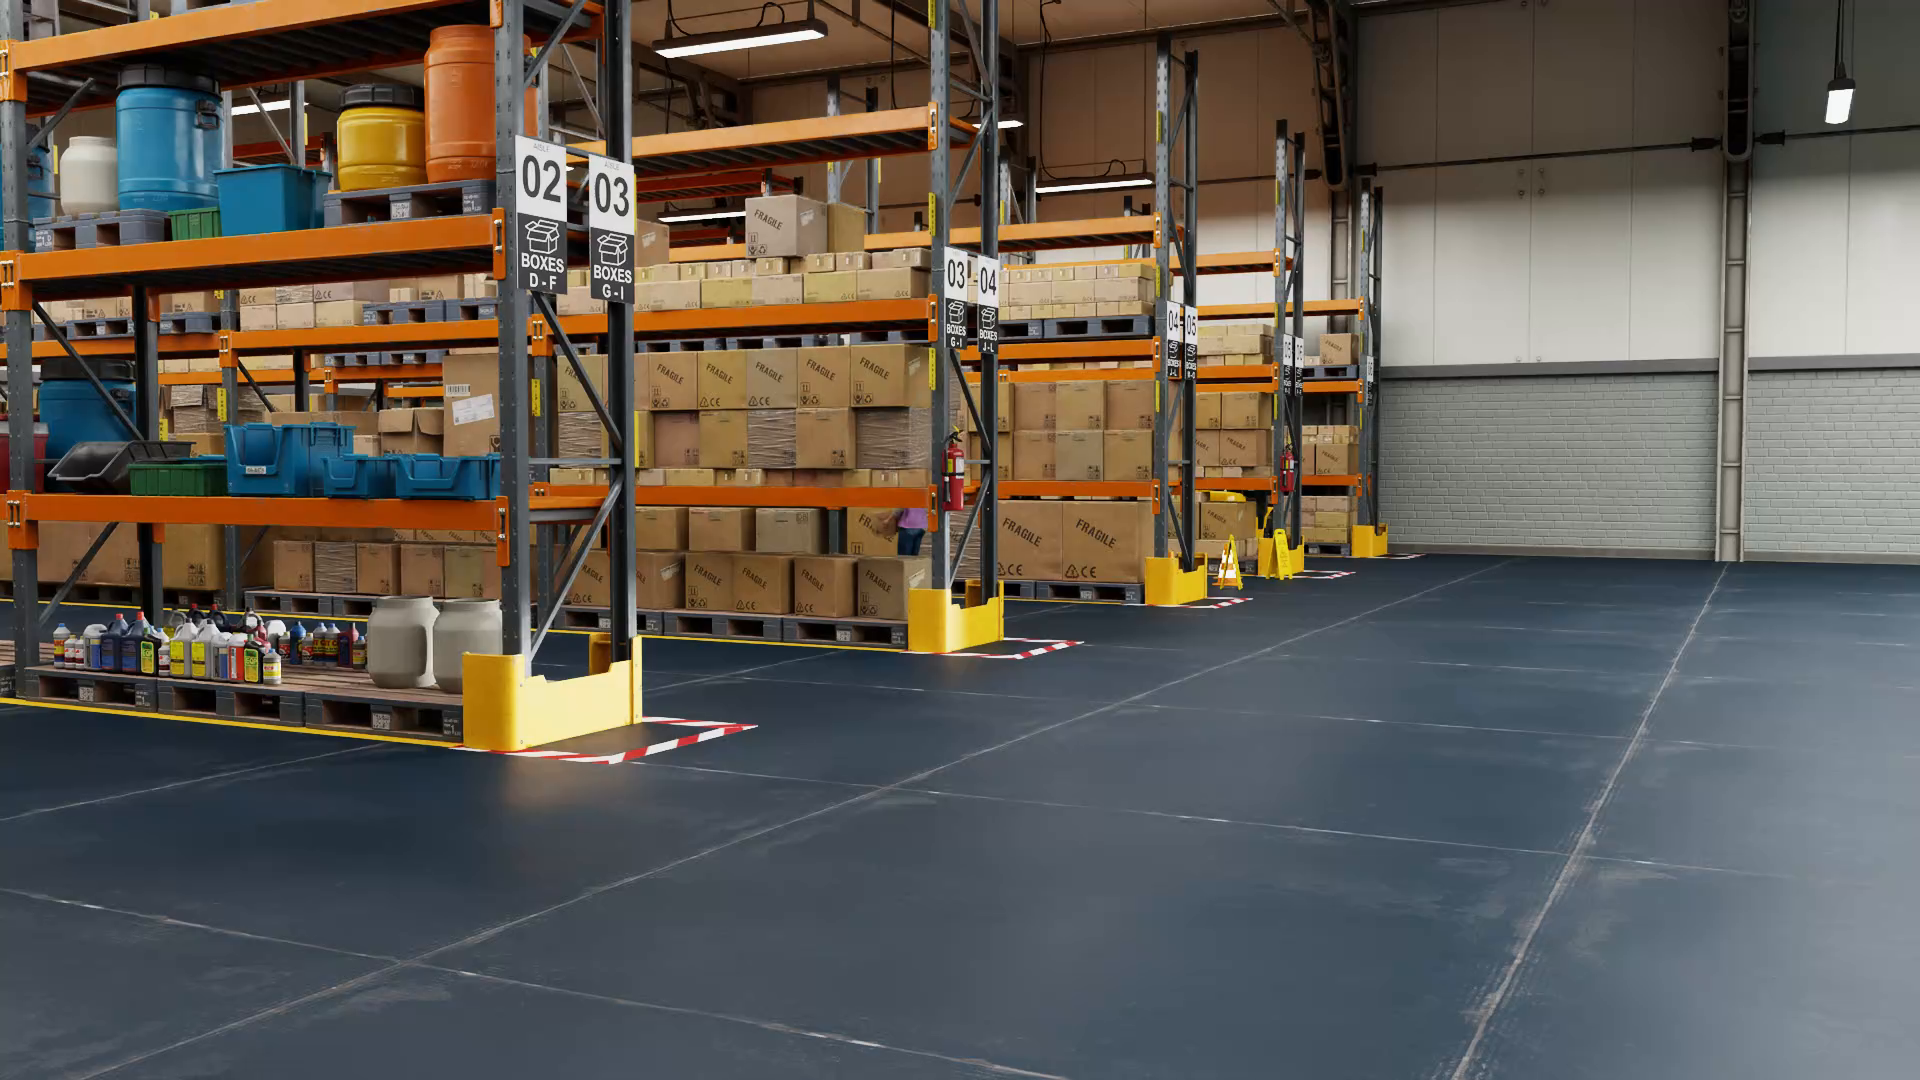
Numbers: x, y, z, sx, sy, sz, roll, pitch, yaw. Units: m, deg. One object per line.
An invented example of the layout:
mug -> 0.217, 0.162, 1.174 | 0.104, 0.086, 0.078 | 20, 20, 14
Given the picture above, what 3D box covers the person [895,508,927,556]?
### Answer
person -> -0.536, -0.120, 17.743 | 0.343, 1.593, 0.461 | 1, 3, 26
